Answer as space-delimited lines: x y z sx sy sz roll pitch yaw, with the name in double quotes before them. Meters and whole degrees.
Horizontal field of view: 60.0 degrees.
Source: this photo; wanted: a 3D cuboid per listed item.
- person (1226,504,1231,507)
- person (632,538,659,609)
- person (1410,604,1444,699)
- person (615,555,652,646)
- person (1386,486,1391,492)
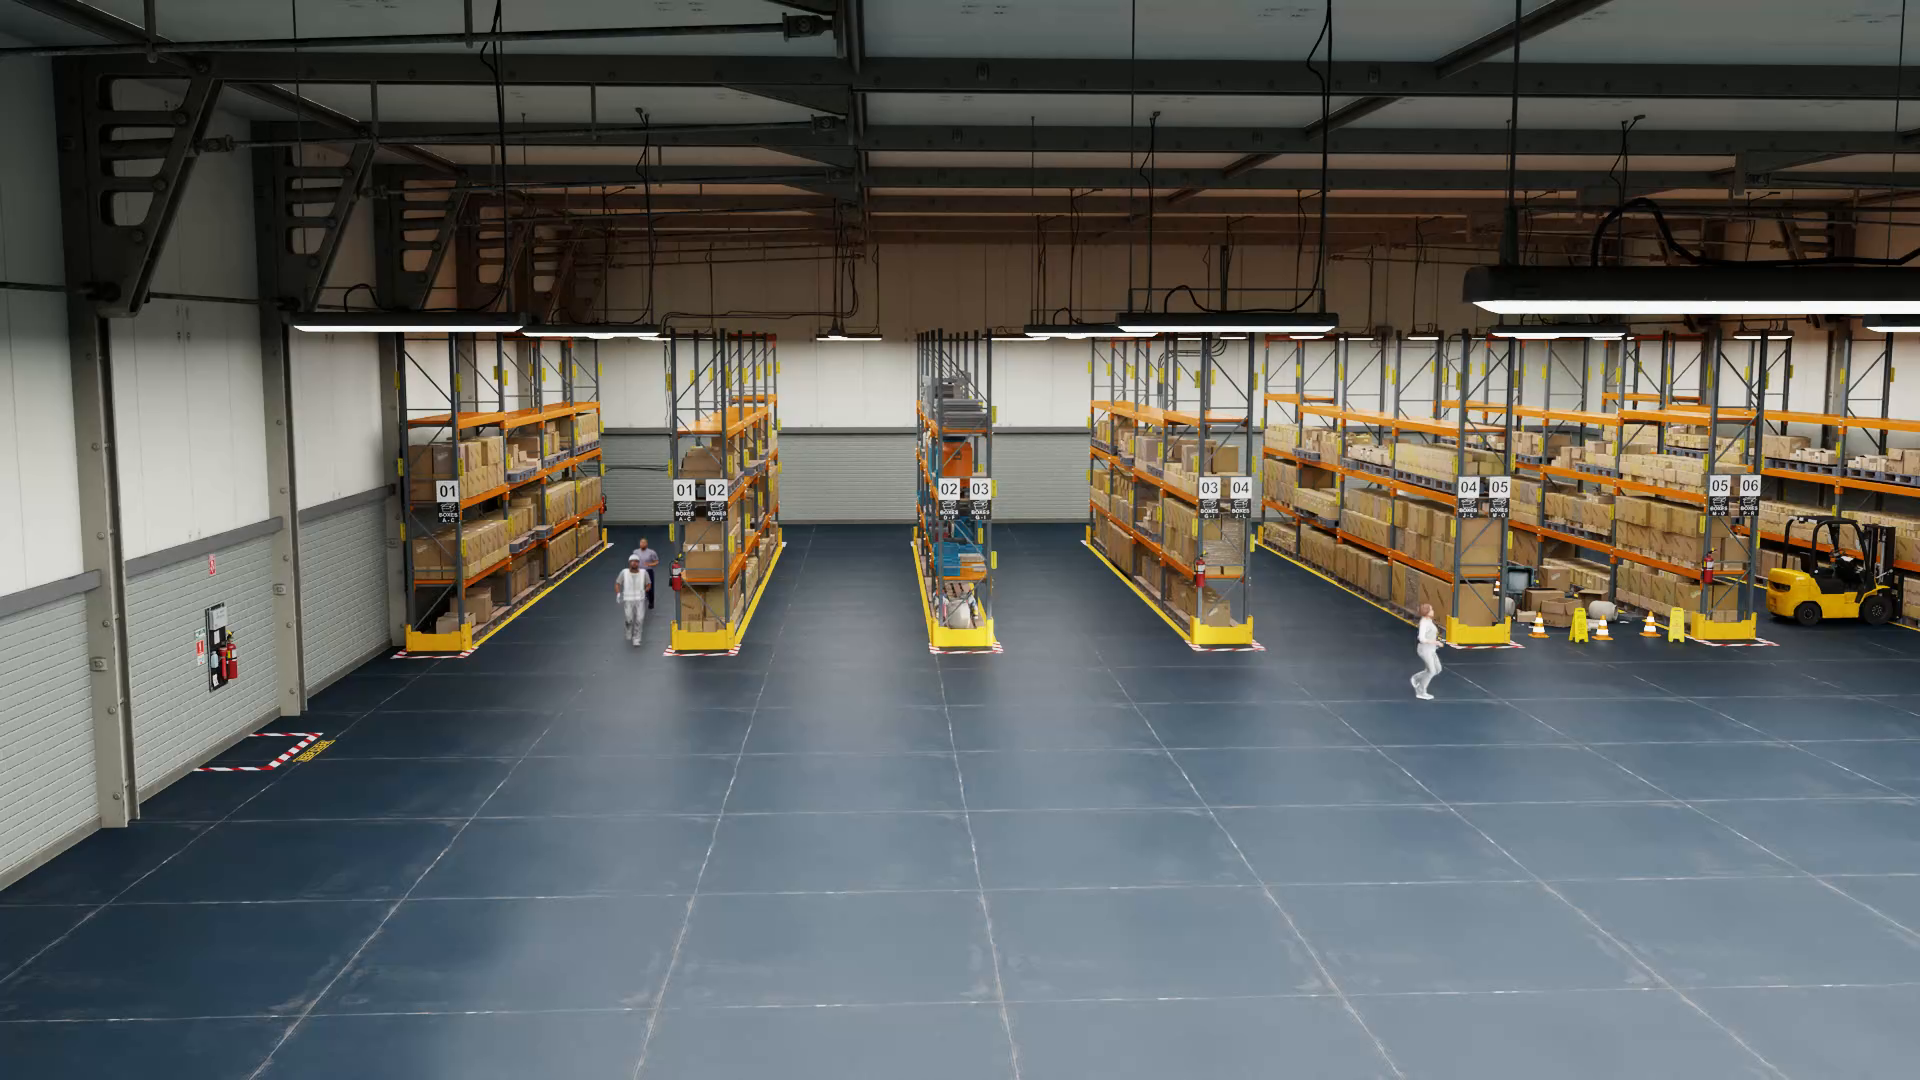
"person" 7.336 -0.697 47.282 0.739 1.703 0.555 3 8 27
"person" -6.679 0.762 35.171 0.614 1.624 0.899 -1 7 -6
"person" 7.546 1.795 26.824 0.552 1.553 0.530 3 7 26
"person" -6.183 1.144 31.557 0.675 1.723 0.560 -2 7 -14
"person" 12.793 -0.956 49.423 0.552 1.743 0.693 0 7 1
